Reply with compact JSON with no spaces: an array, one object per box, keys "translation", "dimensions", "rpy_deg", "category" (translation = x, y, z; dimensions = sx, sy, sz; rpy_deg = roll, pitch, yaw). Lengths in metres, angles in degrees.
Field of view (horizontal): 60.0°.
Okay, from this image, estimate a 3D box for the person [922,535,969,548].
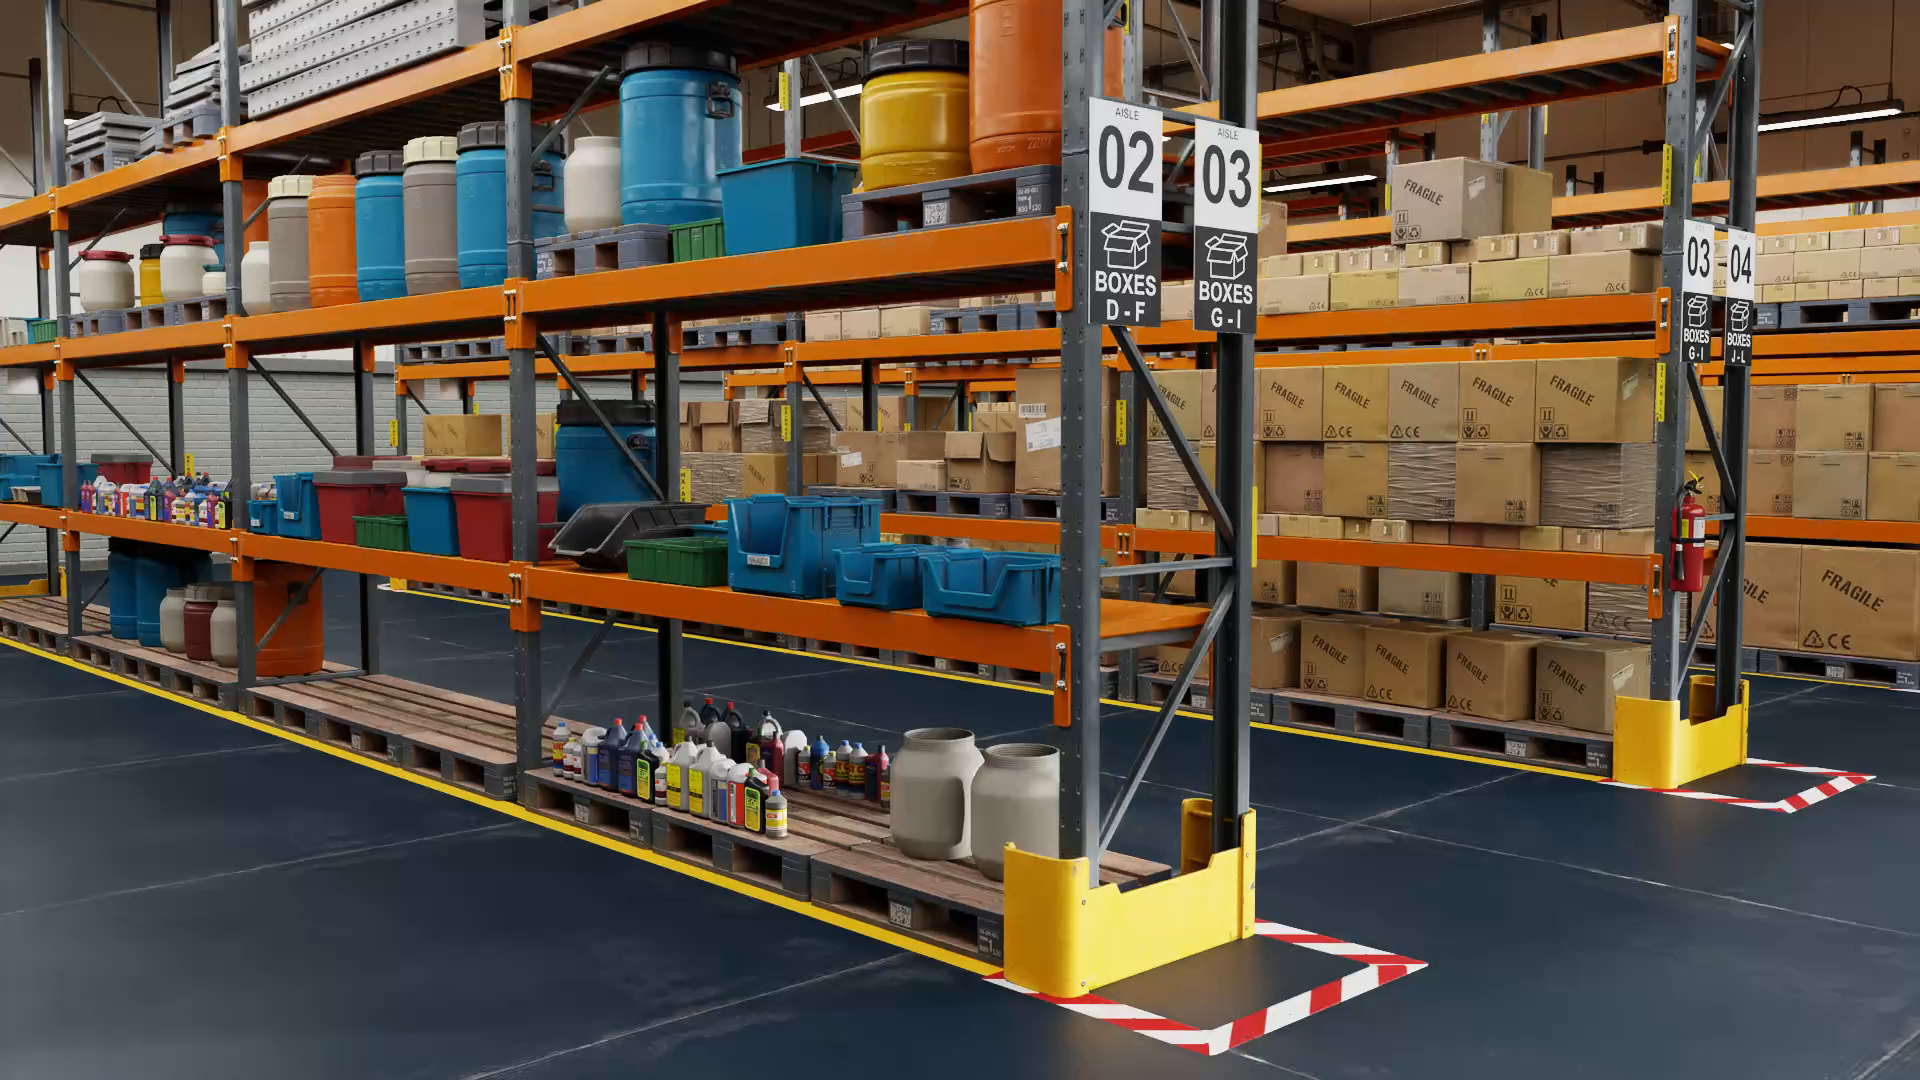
[{"translation":[-0.123,-0.138,18.692],"dimensions":[0.637,1.794,0.396],"rpy_deg":[0,4,-3],"category":"person"}]
